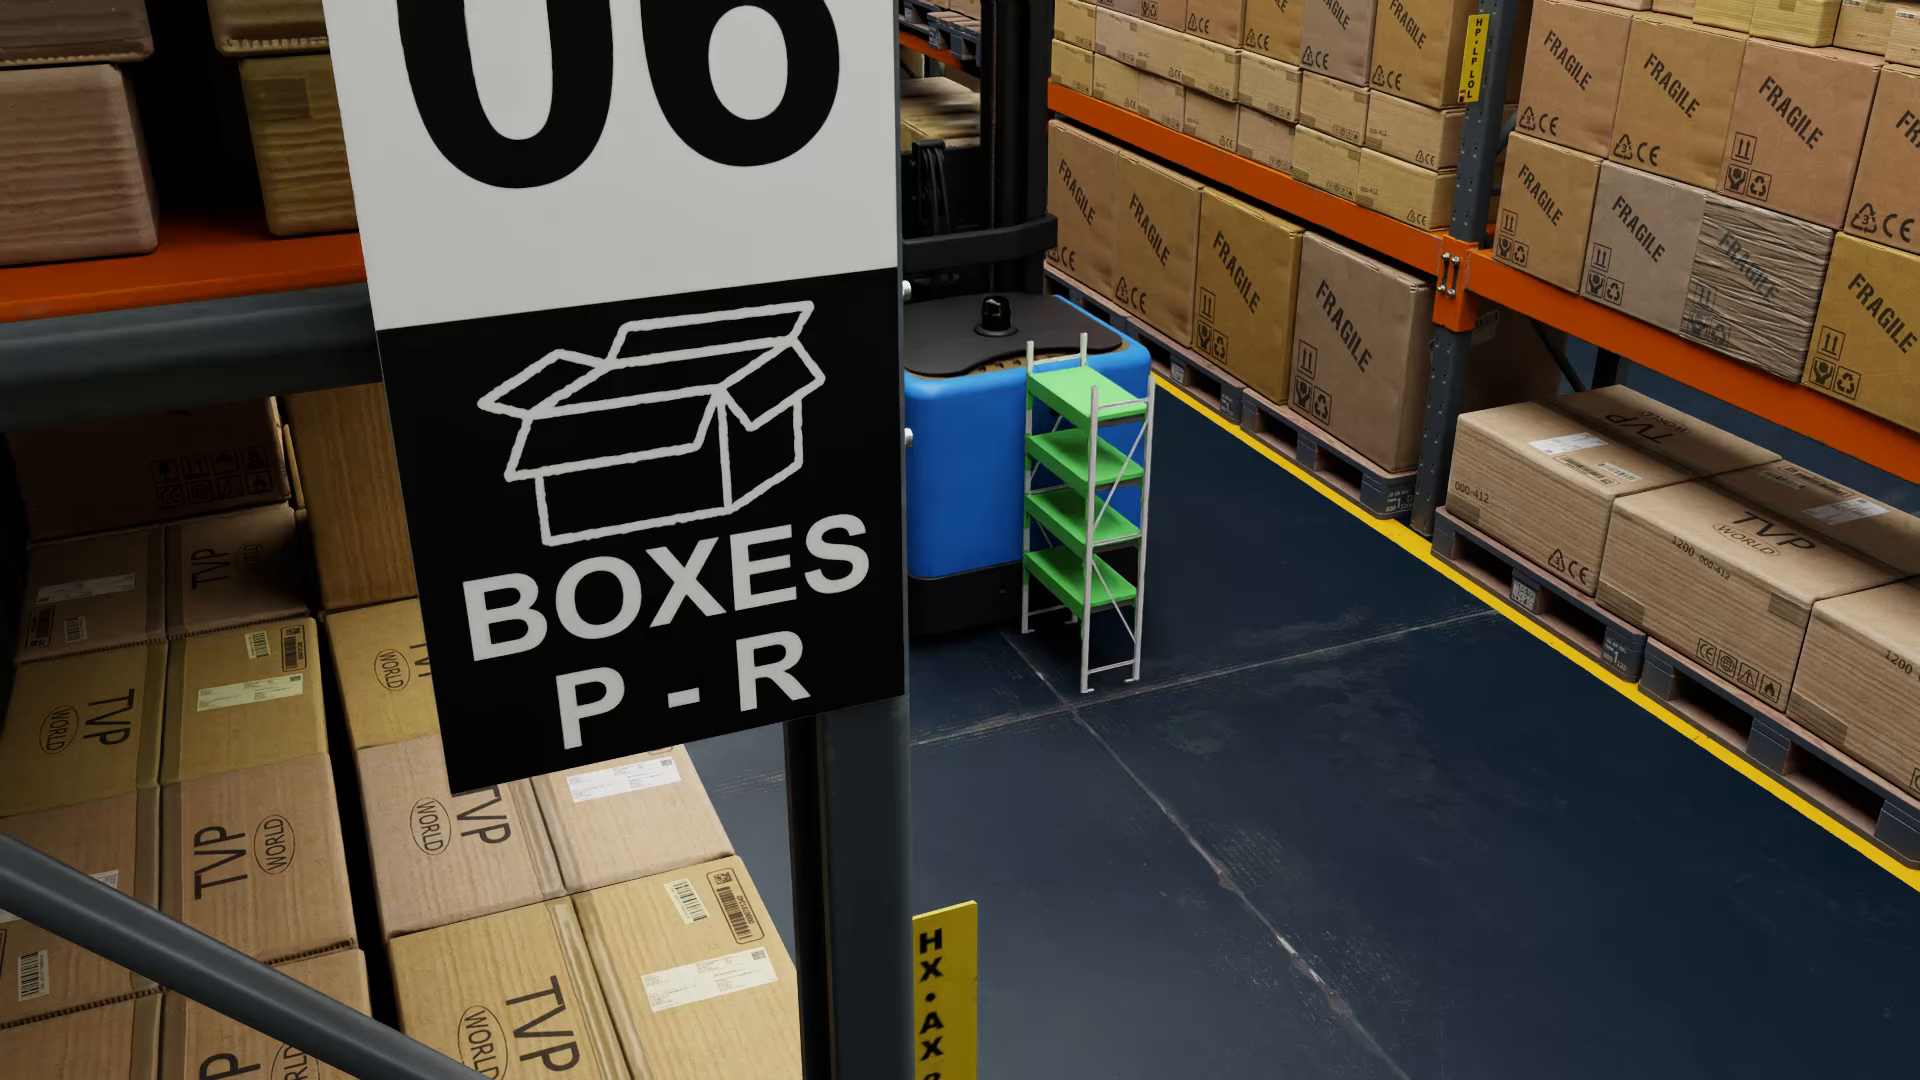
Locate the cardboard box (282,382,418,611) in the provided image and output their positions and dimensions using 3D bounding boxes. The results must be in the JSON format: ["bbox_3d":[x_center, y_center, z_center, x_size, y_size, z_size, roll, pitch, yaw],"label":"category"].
[{"bbox_3d":[-1.046,-0.229,3.278,0.500,0.500,0.500,-10,28,-19],"label":"cardboard box"}]

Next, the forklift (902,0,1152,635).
[{"bbox_3d":[-0.323,-1.574,7.134,1.130,2.935,3.031,-11,28,-22],"label":"forklift"}]

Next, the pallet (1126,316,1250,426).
[{"bbox_3d":[1.618,-0.999,9.056,1.003,0.211,1.213,-11,28,-21],"label":"pallet"}]

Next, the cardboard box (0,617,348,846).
[{"bbox_3d":[-1.343,0.393,2.858,0.500,0.250,0.500,-10,28,-19],"label":"cardboard box"}]

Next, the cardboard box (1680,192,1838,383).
[{"bbox_3d":[2.796,-0.865,5.489,0.500,0.500,0.500,-10,28,-20],"label":"cardboard box"}]

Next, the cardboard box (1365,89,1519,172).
[{"bbox_3d":[2.075,-1.754,7.024,0.500,0.250,0.500,-11,28,-21],"label":"cardboard box"}]

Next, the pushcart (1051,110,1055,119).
[{"bbox_3d":[1.417,-3.924,14.856,1.648,0.377,0.936,-22,34,-38],"label":"pushcart"}]

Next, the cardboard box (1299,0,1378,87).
[{"bbox_3d":[1.856,-2.299,7.287,0.500,0.500,0.500,-10,28,-20],"label":"cardboard box"}]

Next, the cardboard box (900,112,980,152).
[{"bbox_3d":[0.104,-2.917,12.321,0.950,0.372,0.625,-10,28,-19],"label":"cardboard box"}]

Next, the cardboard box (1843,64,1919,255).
[{"bbox_3d":[3.012,-1.103,4.837,0.500,0.500,0.500,-11,28,-21],"label":"cardboard box"}]

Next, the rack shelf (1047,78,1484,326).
[{"bbox_3d":[1.688,-1.945,8.634,1.077,0.370,4.000,-11,28,-21],"label":"rack shelf"}]

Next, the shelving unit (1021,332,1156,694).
[{"bbox_3d":[0.453,-0.096,6.079,0.258,1.200,0.503,-11,28,-22],"label":"shelving unit"}]

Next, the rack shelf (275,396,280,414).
[{"bbox_3d":[-2.878,-1.090,6.884,1.077,0.370,4.000,-11,28,-21],"label":"rack shelf"}]

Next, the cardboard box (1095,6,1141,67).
[{"bbox_3d":[1.077,-2.777,9.119,0.500,0.250,0.500,-10,28,-19],"label":"cardboard box"}]

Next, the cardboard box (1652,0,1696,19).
[{"bbox_3d":[2.610,-1.877,5.683,0.380,0.149,0.250,-11,28,-21],"label":"cardboard box"}]

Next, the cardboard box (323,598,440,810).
[{"bbox_3d":[-0.857,0.305,3.037,0.500,0.250,0.500,-11,28,-22],"label":"cardboard box"}]

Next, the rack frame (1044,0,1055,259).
[{"bbox_3d":[0.905,-3.075,10.130,1.000,3.000,0.127,-11,28,-21],"label":"rack frame"}]

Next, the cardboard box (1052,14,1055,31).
[{"bbox_3d":[0.560,-3.243,10.281,0.380,0.149,0.250,-10,28,-19],"label":"cardboard box"}]

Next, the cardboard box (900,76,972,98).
[{"bbox_3d":[-0.454,-3.487,13.489,0.950,0.372,0.625,-10,28,-20],"label":"cardboard box"}]

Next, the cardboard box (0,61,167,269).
[{"bbox_3d":[-0.866,-0.316,1.345,0.380,0.149,0.250,-10,28,-19],"label":"cardboard box"}]

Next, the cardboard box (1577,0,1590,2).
[{"bbox_3d":[2.356,-2.074,6.086,0.380,0.149,0.250,-11,28,-21],"label":"cardboard box"}]

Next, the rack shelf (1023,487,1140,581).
[{"bbox_3d":[0.453,-0.039,6.107,0.258,0.148,0.480,-11,28,-22],"label":"rack shelf"}]

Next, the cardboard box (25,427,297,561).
[{"bbox_3d":[-1.746,-0.016,3.696,0.500,0.250,0.500,-10,28,-19],"label":"cardboard box"}]

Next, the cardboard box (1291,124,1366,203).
[{"bbox_3d":[1.865,-1.737,7.559,0.500,0.250,0.500,-11,28,-21],"label":"cardboard box"}]

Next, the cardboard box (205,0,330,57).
[{"bbox_3d":[-0.450,-0.632,1.538,0.500,0.250,0.500,-11,28,-21],"label":"cardboard box"}]

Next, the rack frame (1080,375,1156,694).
[{"bbox_3d":[0.553,0.001,5.880,0.240,1.200,0.015,-11,28,-22],"label":"rack frame"}]

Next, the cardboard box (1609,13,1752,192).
[{"bbox_3d":[2.627,-1.516,5.682,0.500,0.500,0.500,-11,28,-21],"label":"cardboard box"}]

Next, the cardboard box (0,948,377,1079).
[{"bbox_3d":[-0.952,0.802,2.020,0.500,0.250,0.500,-10,28,-19],"label":"cardboard box"}]

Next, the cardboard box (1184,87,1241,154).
[{"bbox_3d":[1.479,-2.151,8.408,0.500,0.250,0.500,-11,28,-21],"label":"cardboard box"}]

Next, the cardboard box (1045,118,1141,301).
[{"bbox_3d":[1.099,-2.016,9.903,0.875,0.875,0.875,-11,28,-21],"label":"cardboard box"}]

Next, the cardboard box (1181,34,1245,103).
[{"bbox_3d":[1.448,-2.366,8.279,0.500,0.250,0.500,-10,28,-20],"label":"cardboard box"}]

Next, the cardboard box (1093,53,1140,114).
[{"bbox_3d":[1.082,-2.563,9.251,0.500,0.250,0.500,-11,28,-22],"label":"cardboard box"}]

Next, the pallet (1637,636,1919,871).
[{"bbox_3d":[3.179,0.606,5.768,1.003,0.211,1.213,-11,28,-21],"label":"pallet"}]

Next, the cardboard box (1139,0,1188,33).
[{"bbox_3d":[1.264,-2.918,8.555,0.500,0.500,0.500,-10,28,-19],"label":"cardboard box"}]

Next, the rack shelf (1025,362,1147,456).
[{"bbox_3d":[0.453,-0.470,5.897,0.258,0.148,0.480,-11,28,-22],"label":"rack shelf"}]

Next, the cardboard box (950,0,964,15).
[{"bbox_3d":[0.157,-3.536,10.881,0.380,0.149,0.250,-12,28,-23],"label":"cardboard box"}]

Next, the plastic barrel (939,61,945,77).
[{"bbox_3d":[-0.026,-4.573,16.135,0.512,0.421,0.421,8,27,15],"label":"plastic barrel"}]

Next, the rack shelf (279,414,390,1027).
[{"bbox_3d":[-1.311,0.525,3.577,1.077,0.370,4.000,-11,28,-21],"label":"rack shelf"}]

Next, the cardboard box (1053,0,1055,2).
[{"bbox_3d":[0.471,-3.578,10.228,0.500,0.500,0.500,-11,28,-22],"label":"cardboard box"}]

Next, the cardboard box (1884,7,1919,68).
[{"bbox_3d":[2.935,-1.456,4.820,0.380,0.149,0.250,-10,28,-20],"label":"cardboard box"}]

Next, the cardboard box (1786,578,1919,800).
[{"bbox_3d":[3.321,0.500,5.249,0.875,0.438,0.875,-10,28,-19],"label":"cardboard box"}]

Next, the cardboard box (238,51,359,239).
[{"bbox_3d":[-0.439,-0.395,1.507,0.380,0.149,0.250,-10,28,-20],"label":"cardboard box"}]

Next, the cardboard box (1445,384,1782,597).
[{"bbox_3d":[2.618,-0.226,6.735,0.875,0.438,0.875,-11,28,-21],"label":"cardboard box"}]

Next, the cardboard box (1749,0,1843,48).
[{"bbox_3d":[2.728,-1.654,5.227,0.380,0.149,0.250,-11,28,-22],"label":"cardboard box"}]

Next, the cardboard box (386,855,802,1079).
[{"bbox_3d":[-0.458,0.713,2.203,0.500,0.250,0.500,-10,28,-20],"label":"cardboard box"}]
